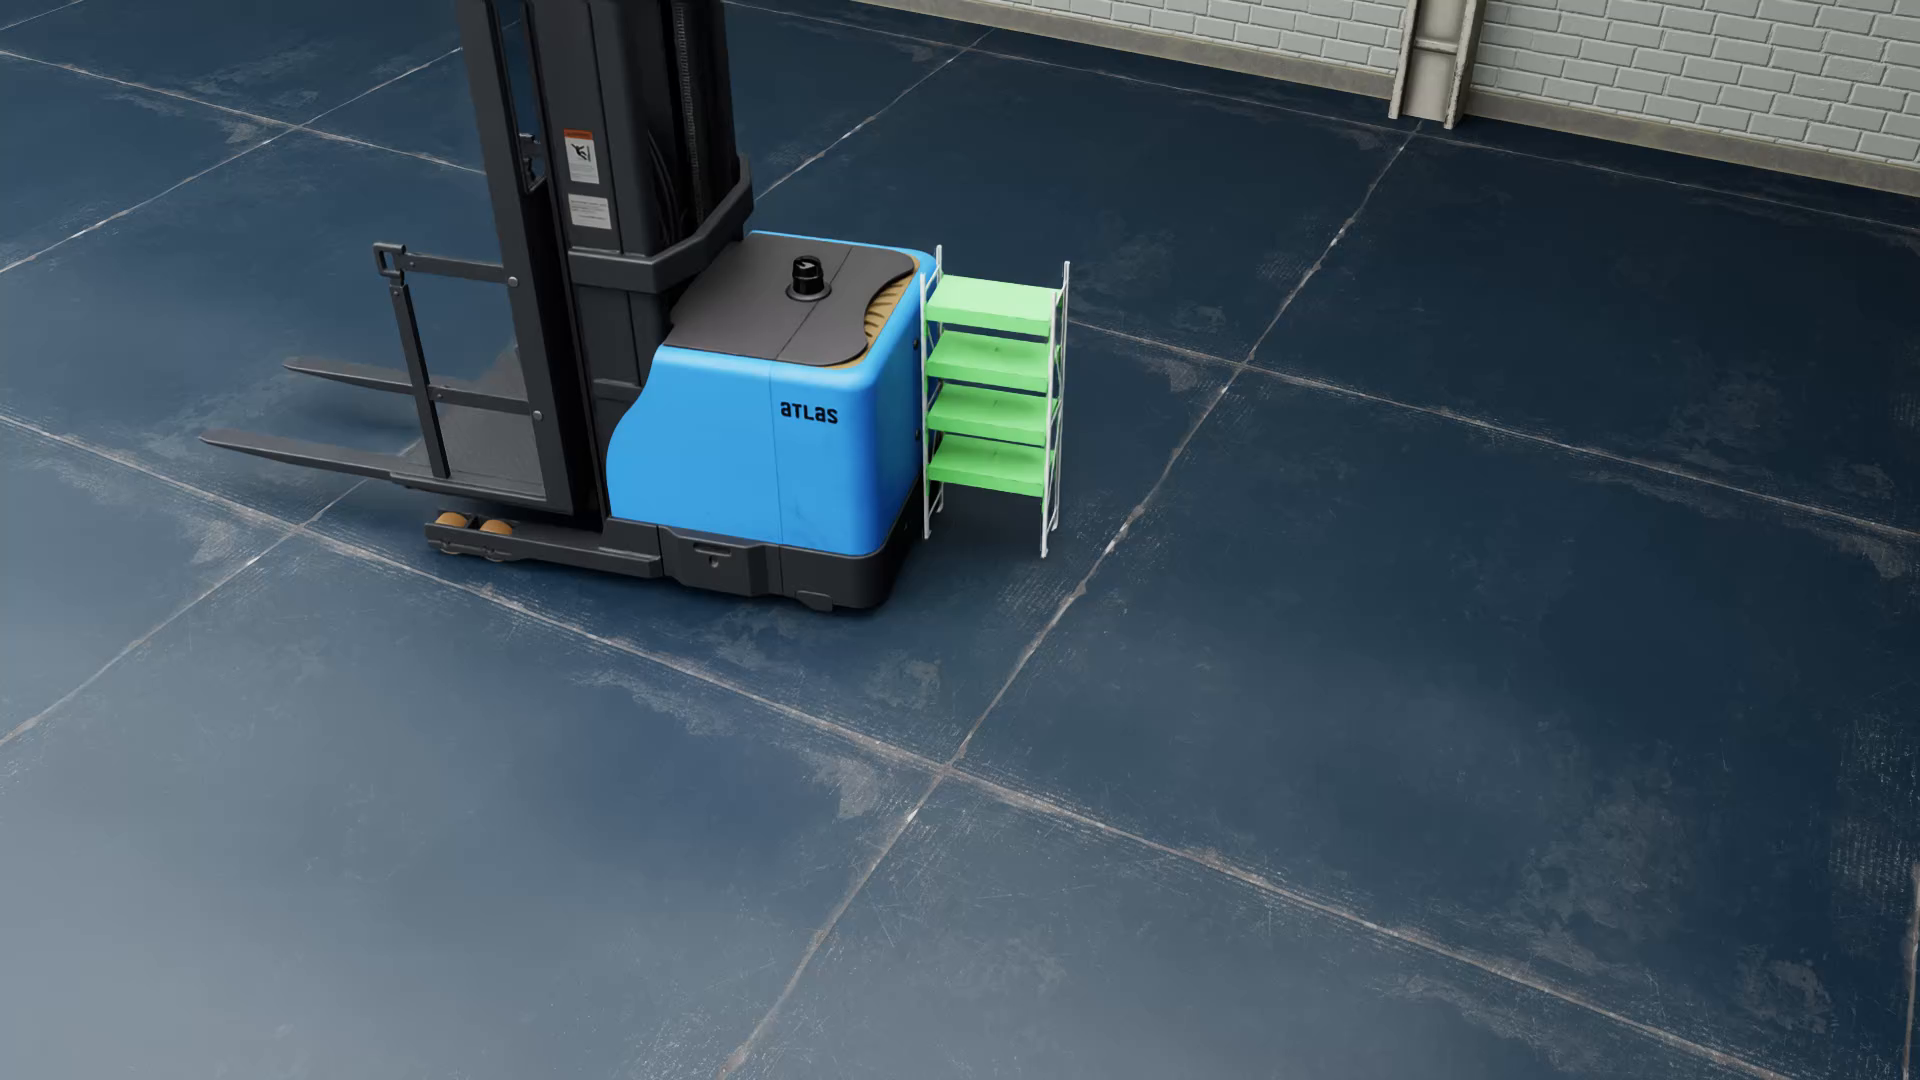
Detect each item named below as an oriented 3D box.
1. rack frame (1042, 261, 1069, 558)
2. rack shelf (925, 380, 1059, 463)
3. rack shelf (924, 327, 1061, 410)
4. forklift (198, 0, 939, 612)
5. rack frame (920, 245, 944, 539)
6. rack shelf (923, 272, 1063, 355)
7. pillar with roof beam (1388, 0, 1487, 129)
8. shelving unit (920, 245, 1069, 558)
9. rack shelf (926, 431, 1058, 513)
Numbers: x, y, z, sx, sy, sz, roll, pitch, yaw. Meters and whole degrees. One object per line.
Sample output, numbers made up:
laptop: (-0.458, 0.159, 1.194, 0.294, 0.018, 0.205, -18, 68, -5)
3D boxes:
rack frame: (0.365, -0.476, 6.385, 0.015, 1.200, 0.240, 9, 38, 12)
rack shelf: (0.129, -0.464, 6.474, 0.480, 0.148, 0.258, 9, 38, 12)
rack shelf: (0.129, -0.655, 6.329, 0.480, 0.148, 0.258, 9, 38, 12)
forklift: (-1.636, -1.378, 6.141, 3.031, 2.935, 1.130, 9, 38, 12)
rack frame: (-0.107, -0.553, 6.486, 0.015, 1.200, 0.240, 9, 38, 12)
rack shelf: (0.129, -0.846, 6.184, 0.480, 0.148, 0.258, 9, 38, 12)
pillar with roof beam: (0.879, -3.880, 4.418, 0.400, 9.000, 9.100, 17, 41, 21)
shelving unit: (0.129, -0.514, 6.435, 0.503, 1.200, 0.258, 9, 38, 12)
rack shelf: (0.129, -0.272, 6.619, 0.480, 0.148, 0.258, 9, 38, 12)
